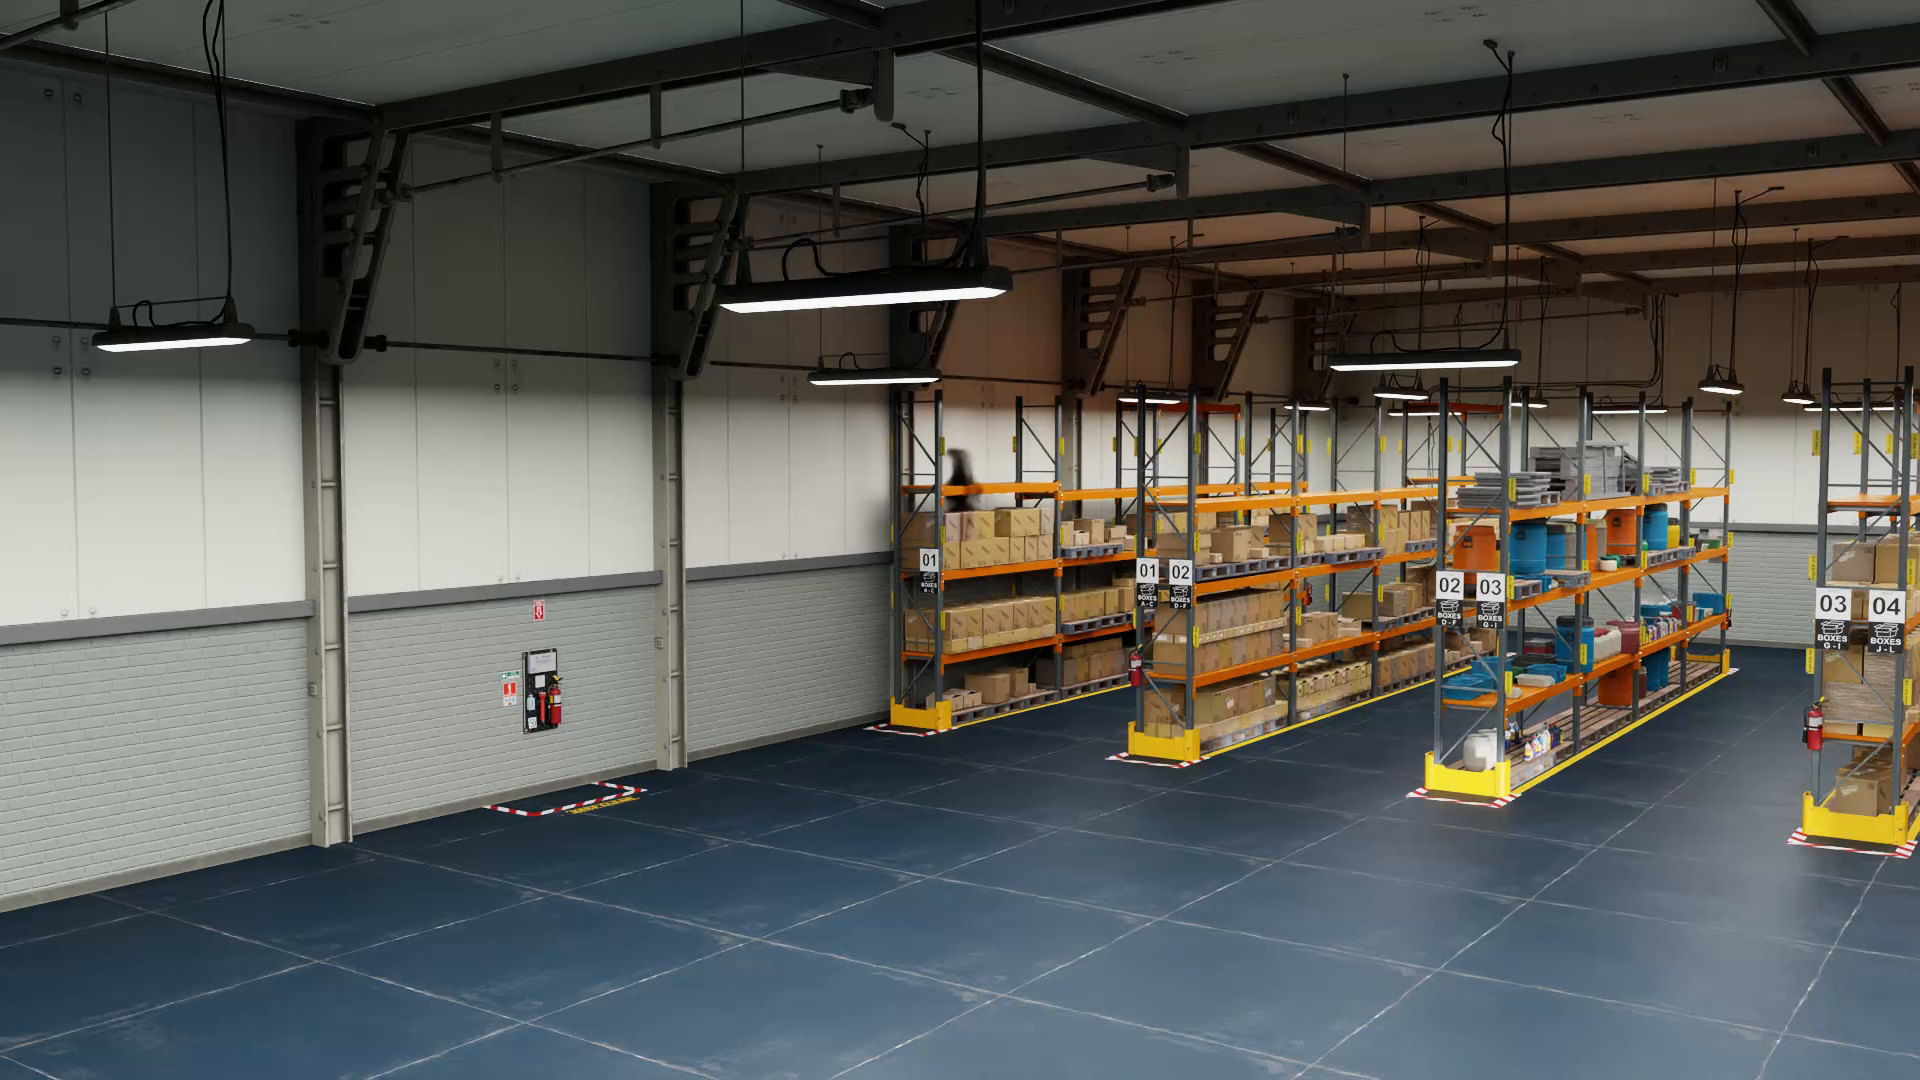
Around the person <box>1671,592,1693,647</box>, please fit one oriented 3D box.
[{"bbox_3d":[17.522,1.978,40.611,0.633,1.495,0.847,-2,4,-26],"label":"person"}]
